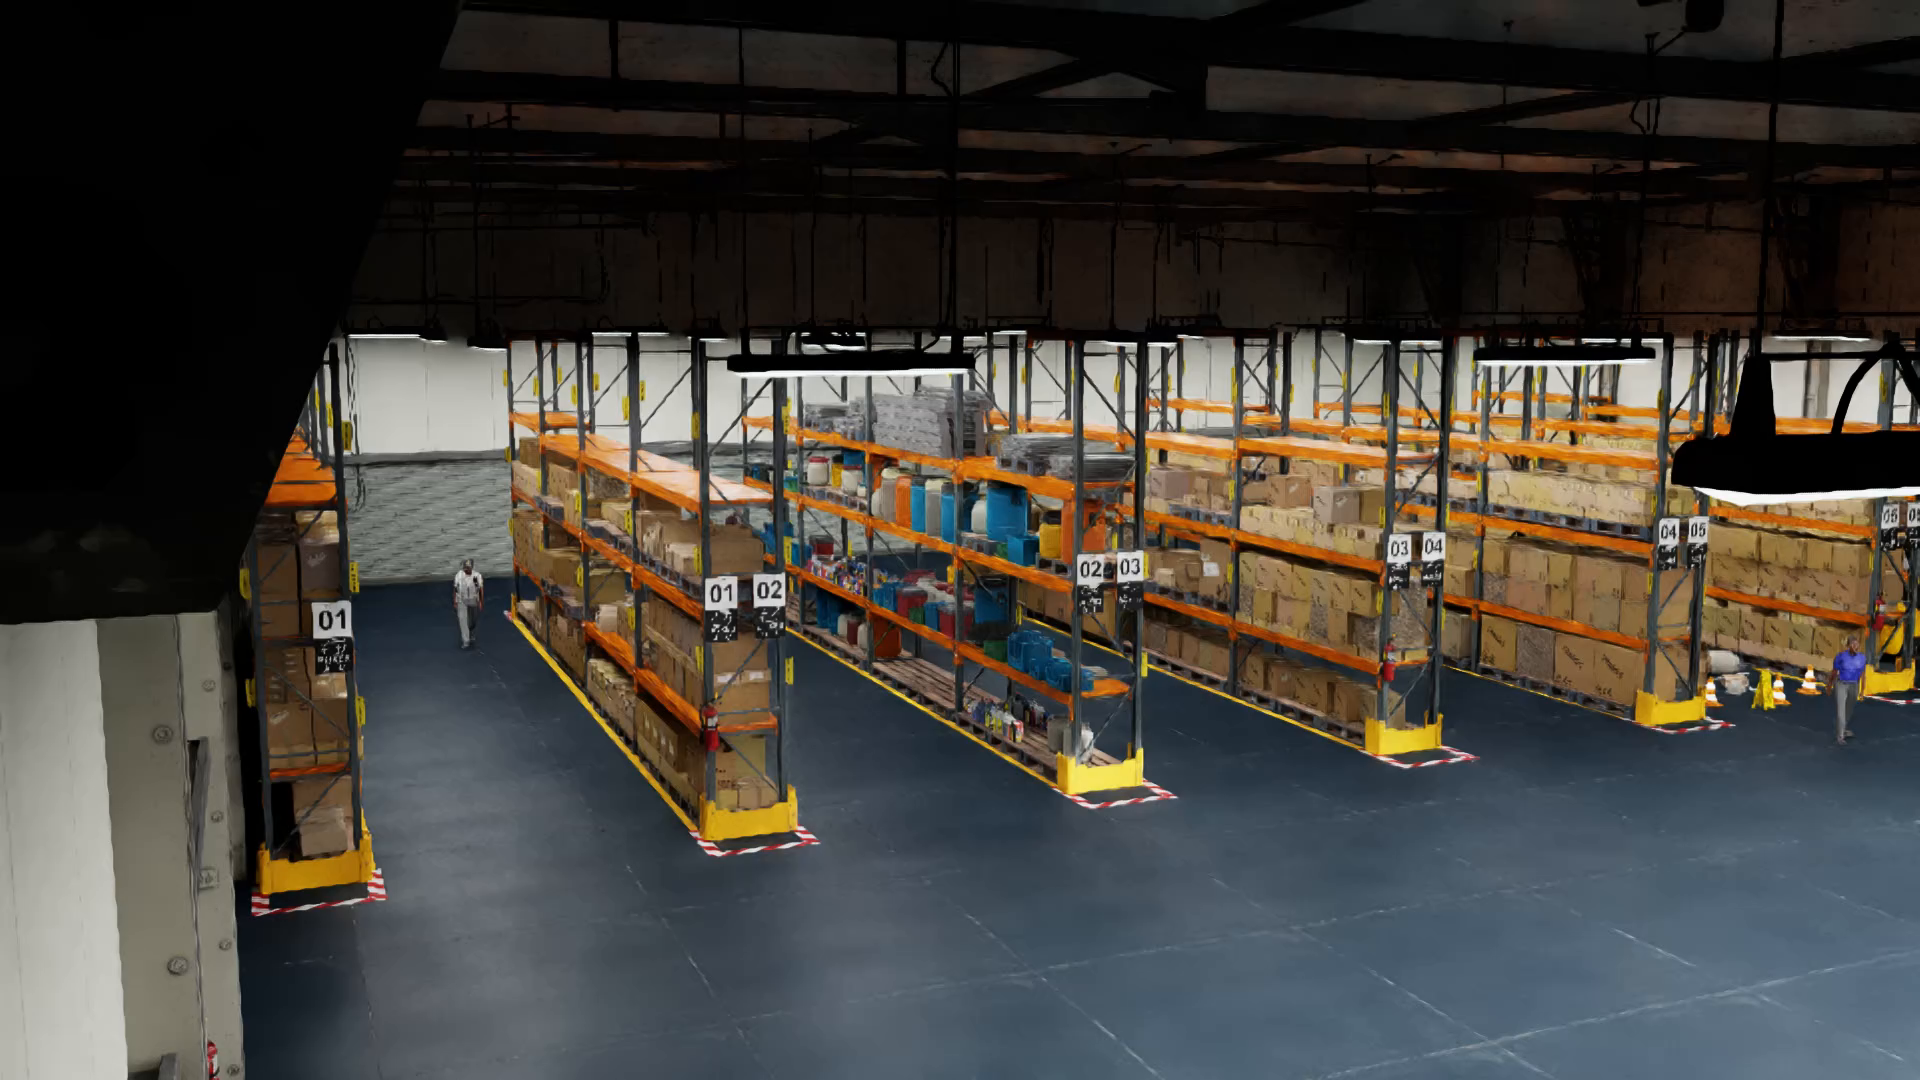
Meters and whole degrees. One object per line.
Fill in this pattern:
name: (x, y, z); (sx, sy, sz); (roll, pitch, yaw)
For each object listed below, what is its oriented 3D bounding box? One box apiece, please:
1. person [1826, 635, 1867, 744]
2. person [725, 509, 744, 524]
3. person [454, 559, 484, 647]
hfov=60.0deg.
person: (13.144, 2.244, 24.622); (0.494, 1.500, 0.913); (1, 8, 5)
person: (-5.457, -0.029, 40.469); (0.735, 1.715, 0.896); (-6, 10, -38)
person: (-9.370, 1.170, 31.774); (0.540, 1.673, 1.108); (-4, 9, -25)
